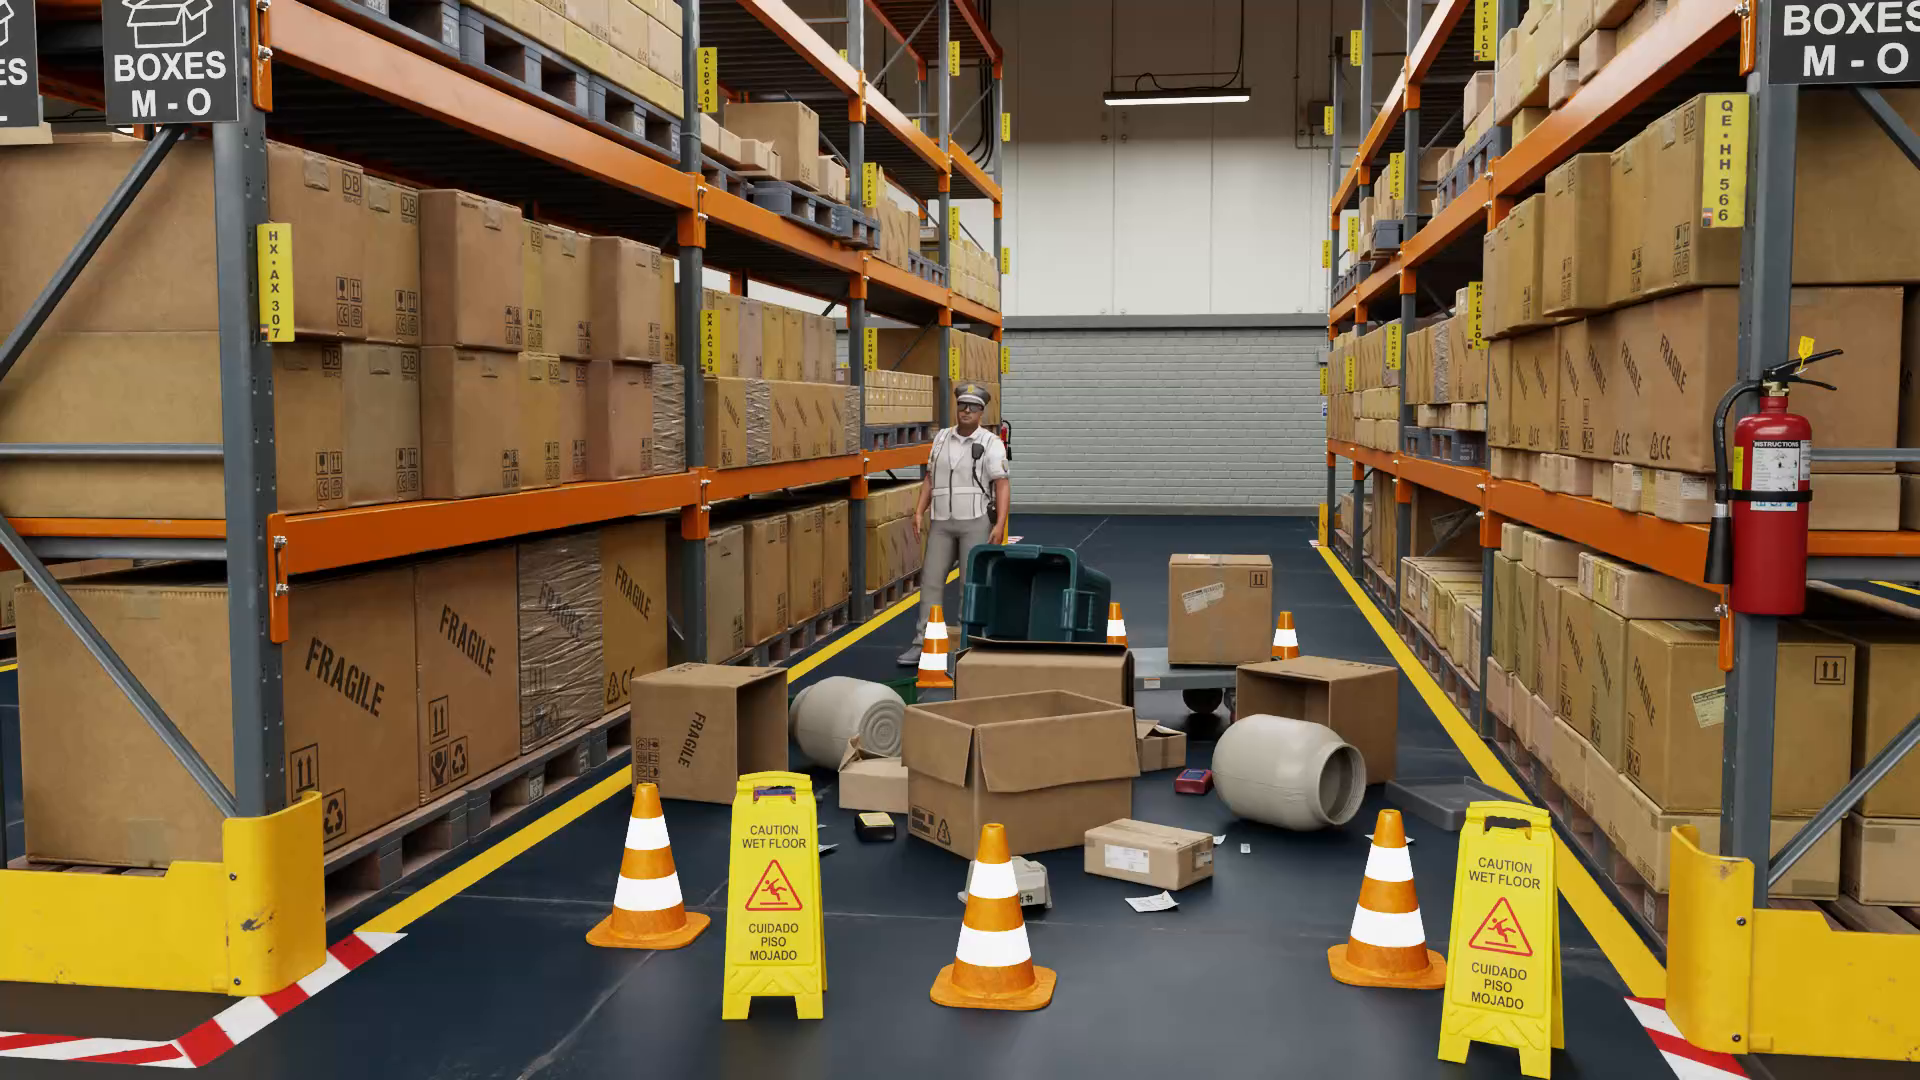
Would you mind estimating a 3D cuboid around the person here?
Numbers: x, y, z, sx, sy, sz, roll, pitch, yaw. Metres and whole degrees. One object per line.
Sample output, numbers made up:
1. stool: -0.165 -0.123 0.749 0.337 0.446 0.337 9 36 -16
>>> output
1. person: -0.026 -0.103 10.619 0.640 1.781 0.575 2 5 21
